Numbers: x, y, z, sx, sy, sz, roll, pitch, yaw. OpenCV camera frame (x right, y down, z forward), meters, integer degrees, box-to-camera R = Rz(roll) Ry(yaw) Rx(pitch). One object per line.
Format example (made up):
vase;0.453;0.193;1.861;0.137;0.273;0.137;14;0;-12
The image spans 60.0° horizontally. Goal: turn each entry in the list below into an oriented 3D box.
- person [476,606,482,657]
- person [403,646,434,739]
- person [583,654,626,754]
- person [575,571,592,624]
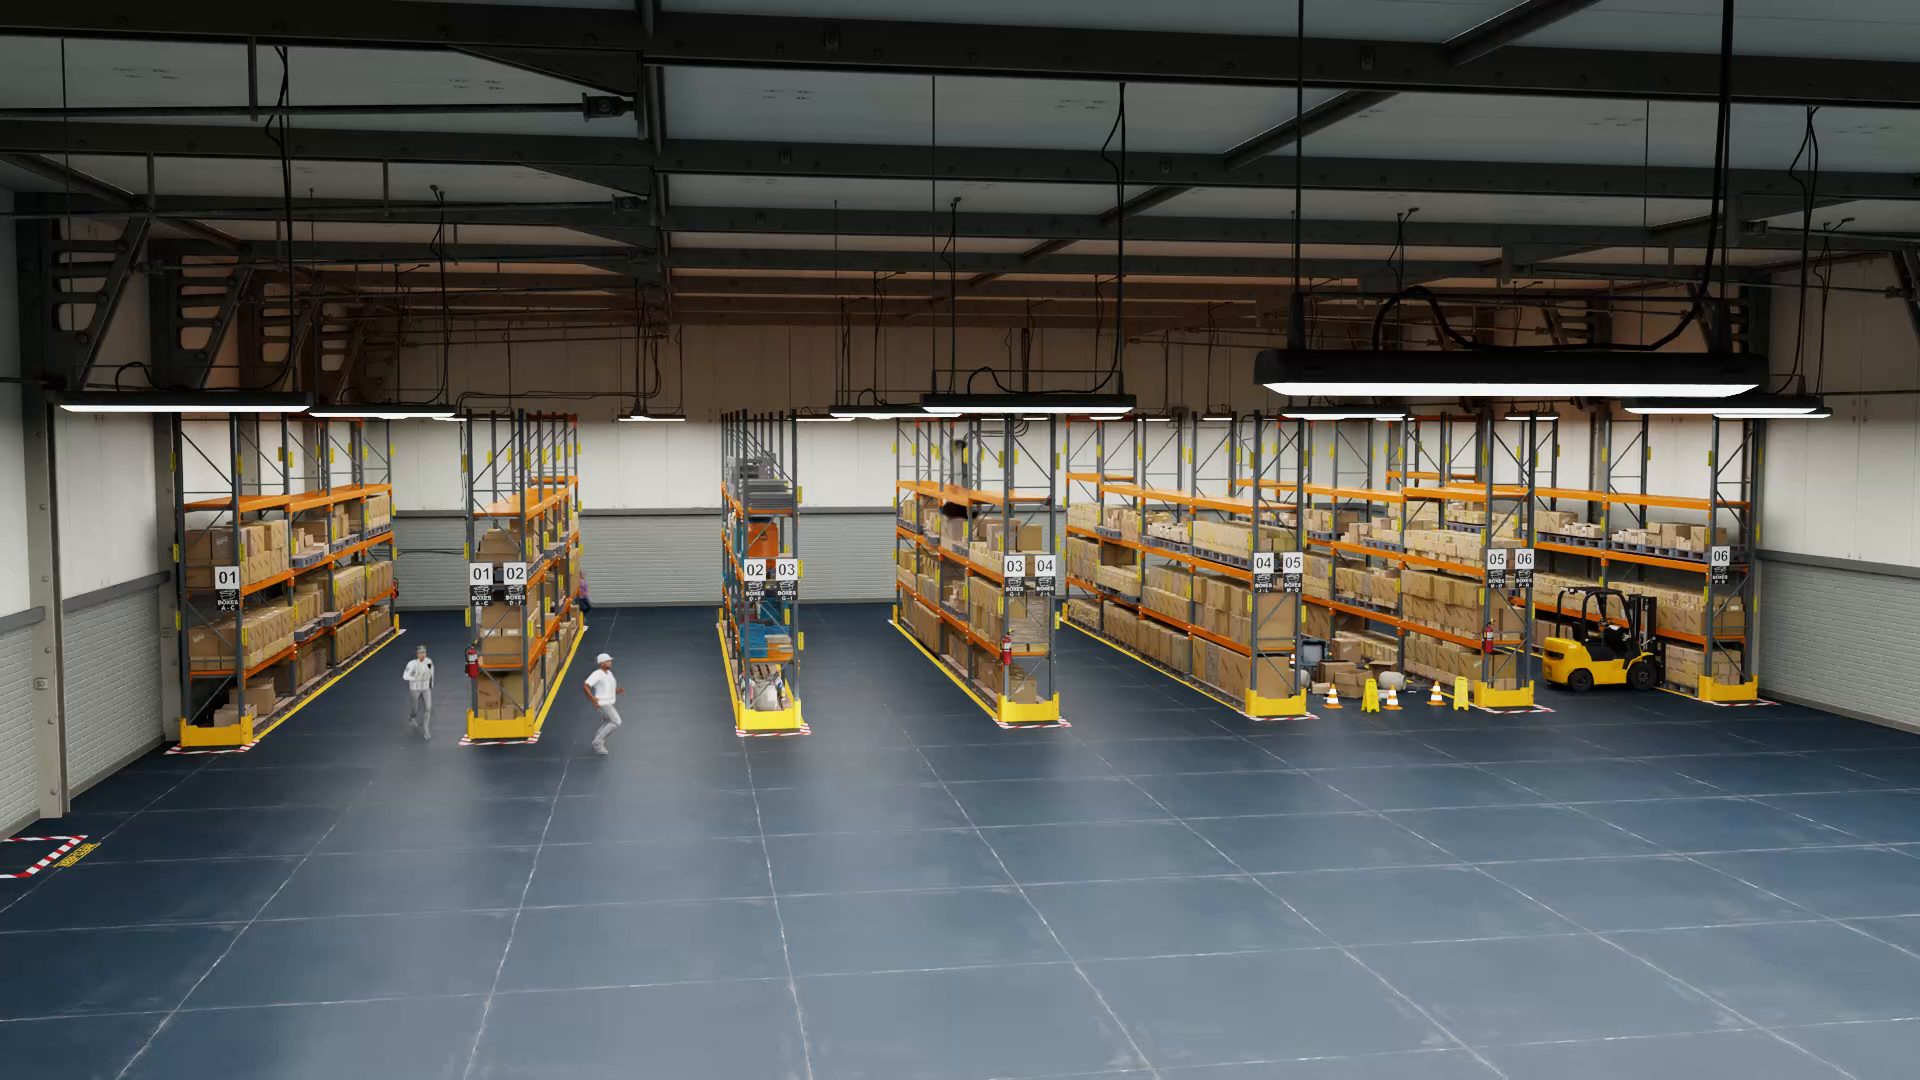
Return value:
person;-11.597;2.051;40.262;0.606;1.712;0.874;-1;4;-19
person;-9.943;2.768;30.599;0.629;1.705;0.967;-3;5;-35
person;-6.111;2.833;28.798;0.646;1.732;0.687;1;4;9
person;-10.716;1.644;47.279;0.583;1.556;0.546;2;4;26
